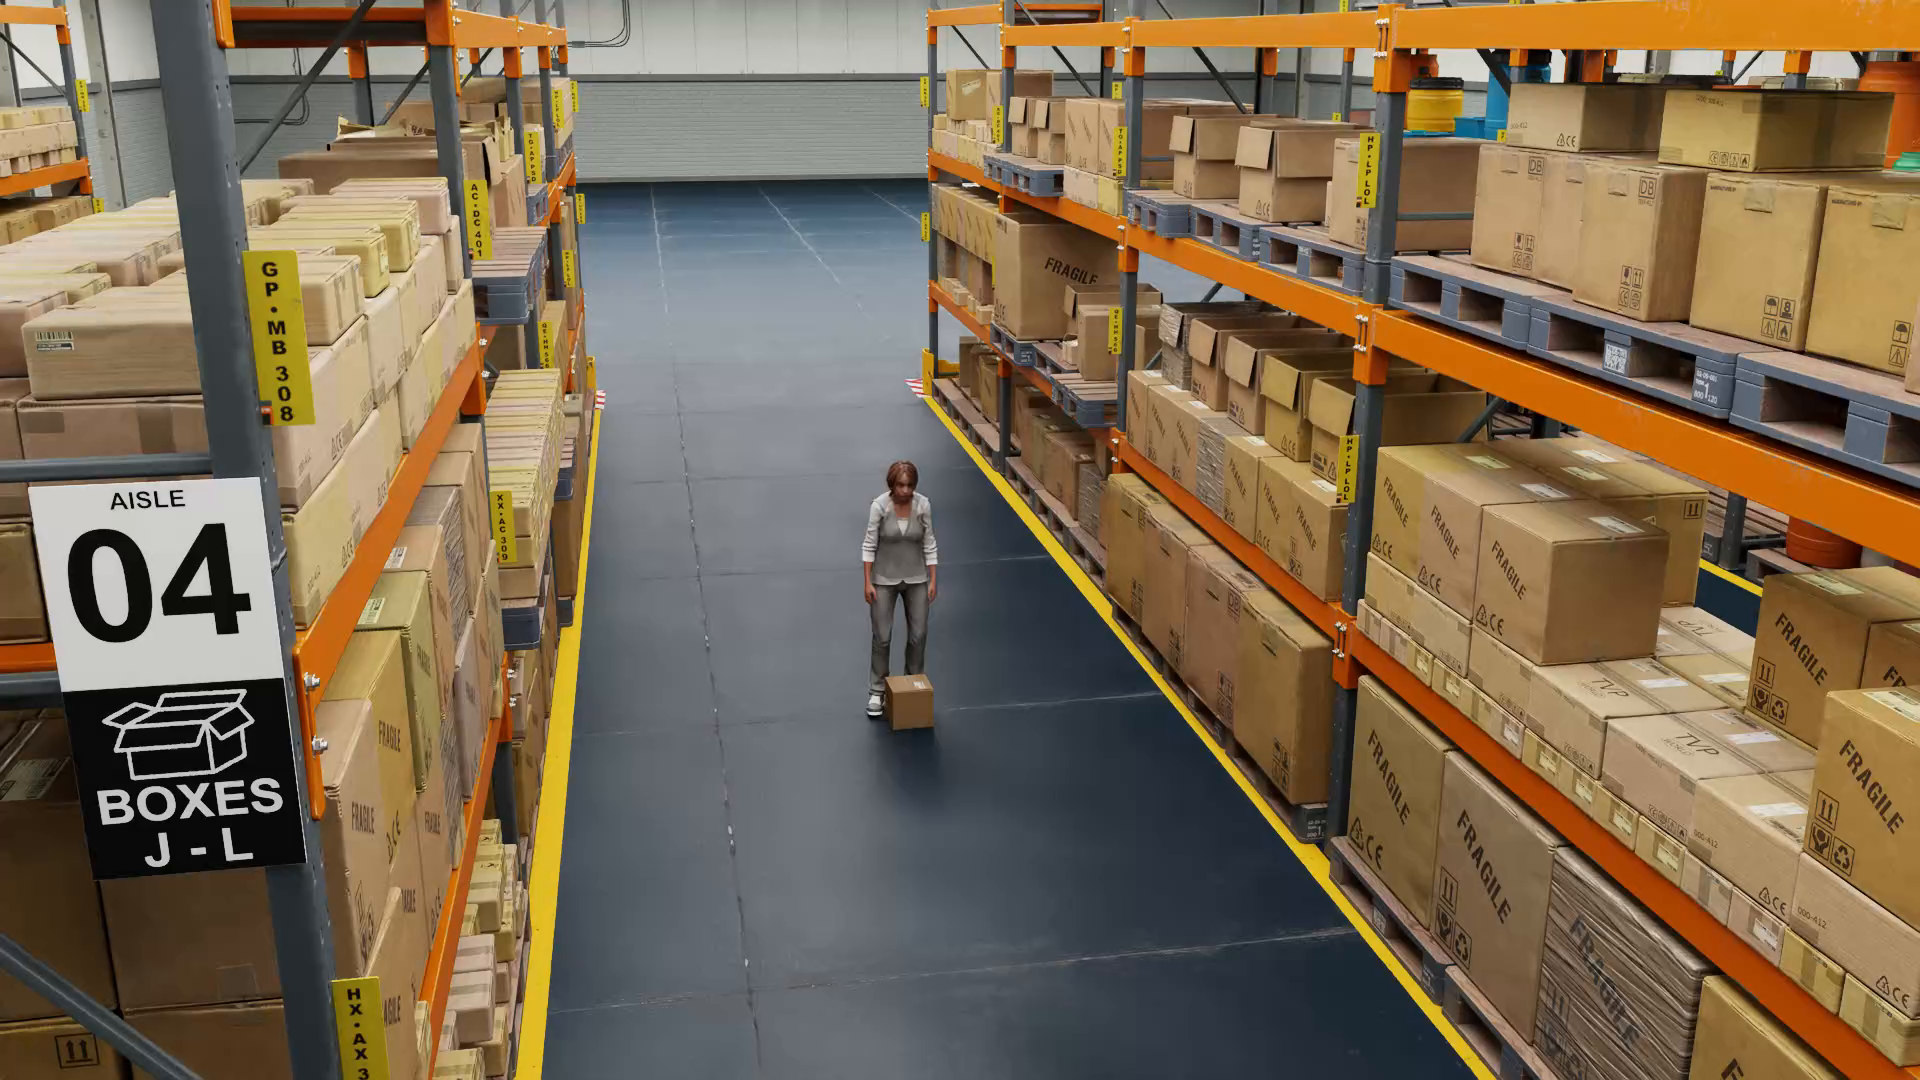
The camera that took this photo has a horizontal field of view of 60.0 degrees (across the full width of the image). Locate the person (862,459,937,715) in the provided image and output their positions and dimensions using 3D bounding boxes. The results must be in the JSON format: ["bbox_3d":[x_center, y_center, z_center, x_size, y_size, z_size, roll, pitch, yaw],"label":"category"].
[{"bbox_3d":[-0.364,0.275,10.136,0.462,1.593,0.344,-3,17,-10],"label":"person"}]
